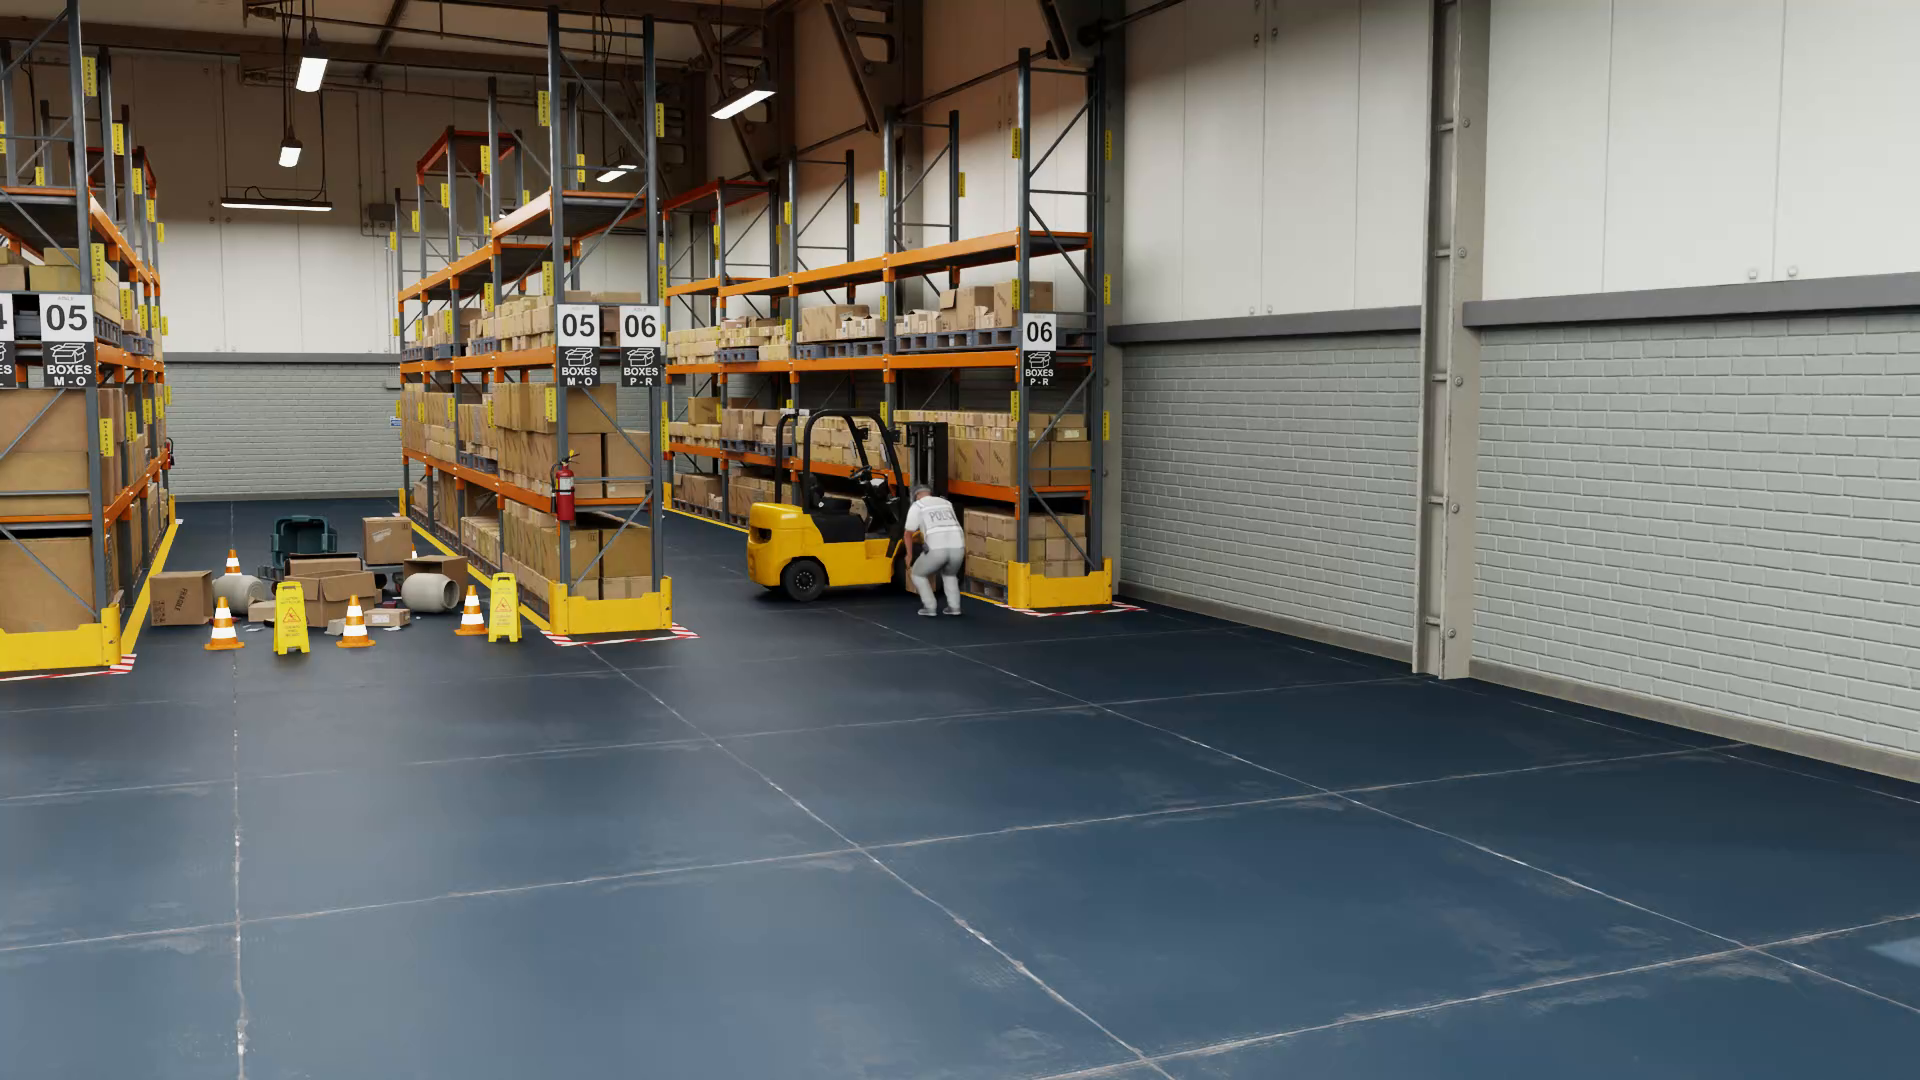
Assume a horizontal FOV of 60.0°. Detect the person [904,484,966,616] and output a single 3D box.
[{"bbox_3d":[-0.282,0.109,17.609,0.590,1.377,0.824,-2,6,-24],"label":"person"}]
